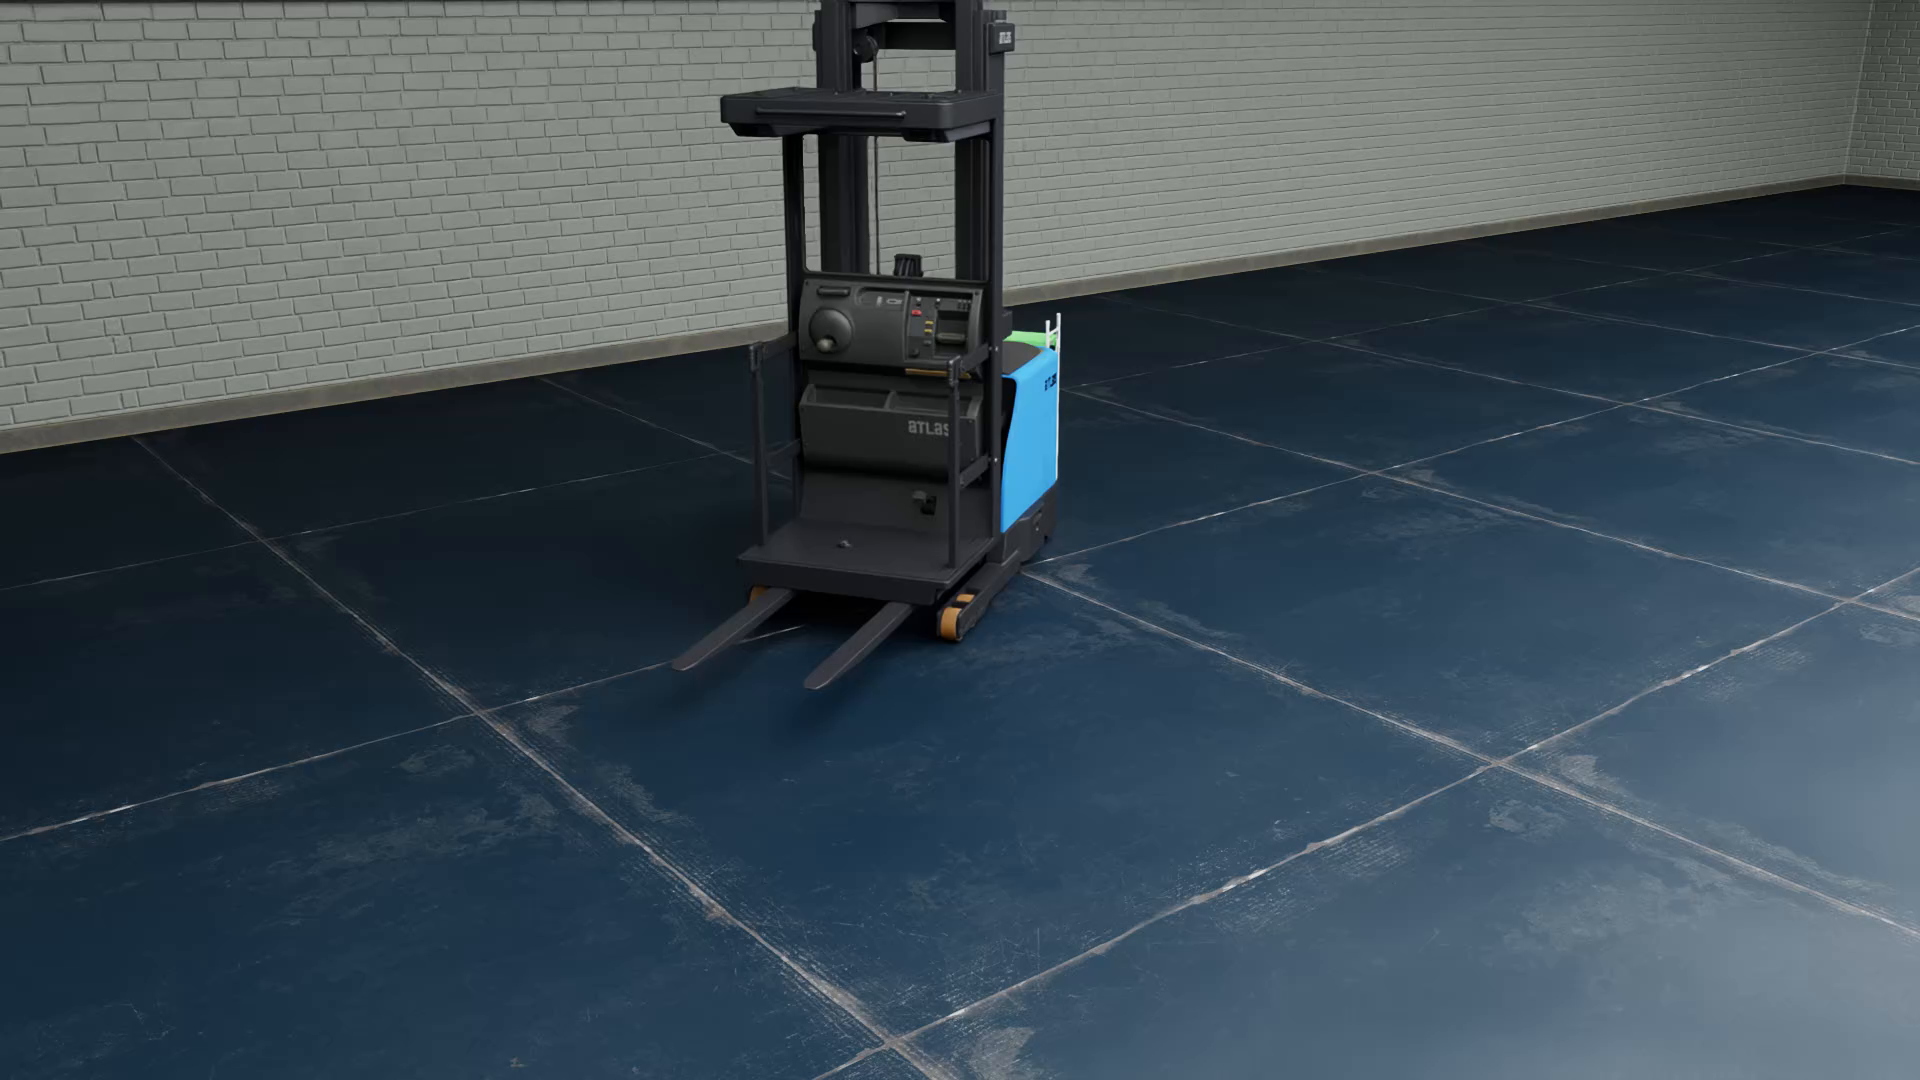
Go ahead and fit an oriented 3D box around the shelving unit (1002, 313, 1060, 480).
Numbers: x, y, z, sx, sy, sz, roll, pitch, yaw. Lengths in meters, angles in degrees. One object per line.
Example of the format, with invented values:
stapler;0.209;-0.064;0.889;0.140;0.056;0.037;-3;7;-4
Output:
shelving unit;0.292;-0.707;9.588;0.503;1.200;0.258;6;19;18

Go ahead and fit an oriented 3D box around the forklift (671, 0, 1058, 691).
forklift;-0.409;-1.052;7.876;1.130;2.935;3.031;6;19;18

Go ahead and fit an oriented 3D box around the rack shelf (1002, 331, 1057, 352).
rack shelf;0.292;-1.102;9.457;0.480;0.148;0.258;6;19;18

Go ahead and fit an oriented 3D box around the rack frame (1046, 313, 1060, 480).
rack frame;0.523;-0.682;9.512;0.015;1.200;0.240;6;19;18
